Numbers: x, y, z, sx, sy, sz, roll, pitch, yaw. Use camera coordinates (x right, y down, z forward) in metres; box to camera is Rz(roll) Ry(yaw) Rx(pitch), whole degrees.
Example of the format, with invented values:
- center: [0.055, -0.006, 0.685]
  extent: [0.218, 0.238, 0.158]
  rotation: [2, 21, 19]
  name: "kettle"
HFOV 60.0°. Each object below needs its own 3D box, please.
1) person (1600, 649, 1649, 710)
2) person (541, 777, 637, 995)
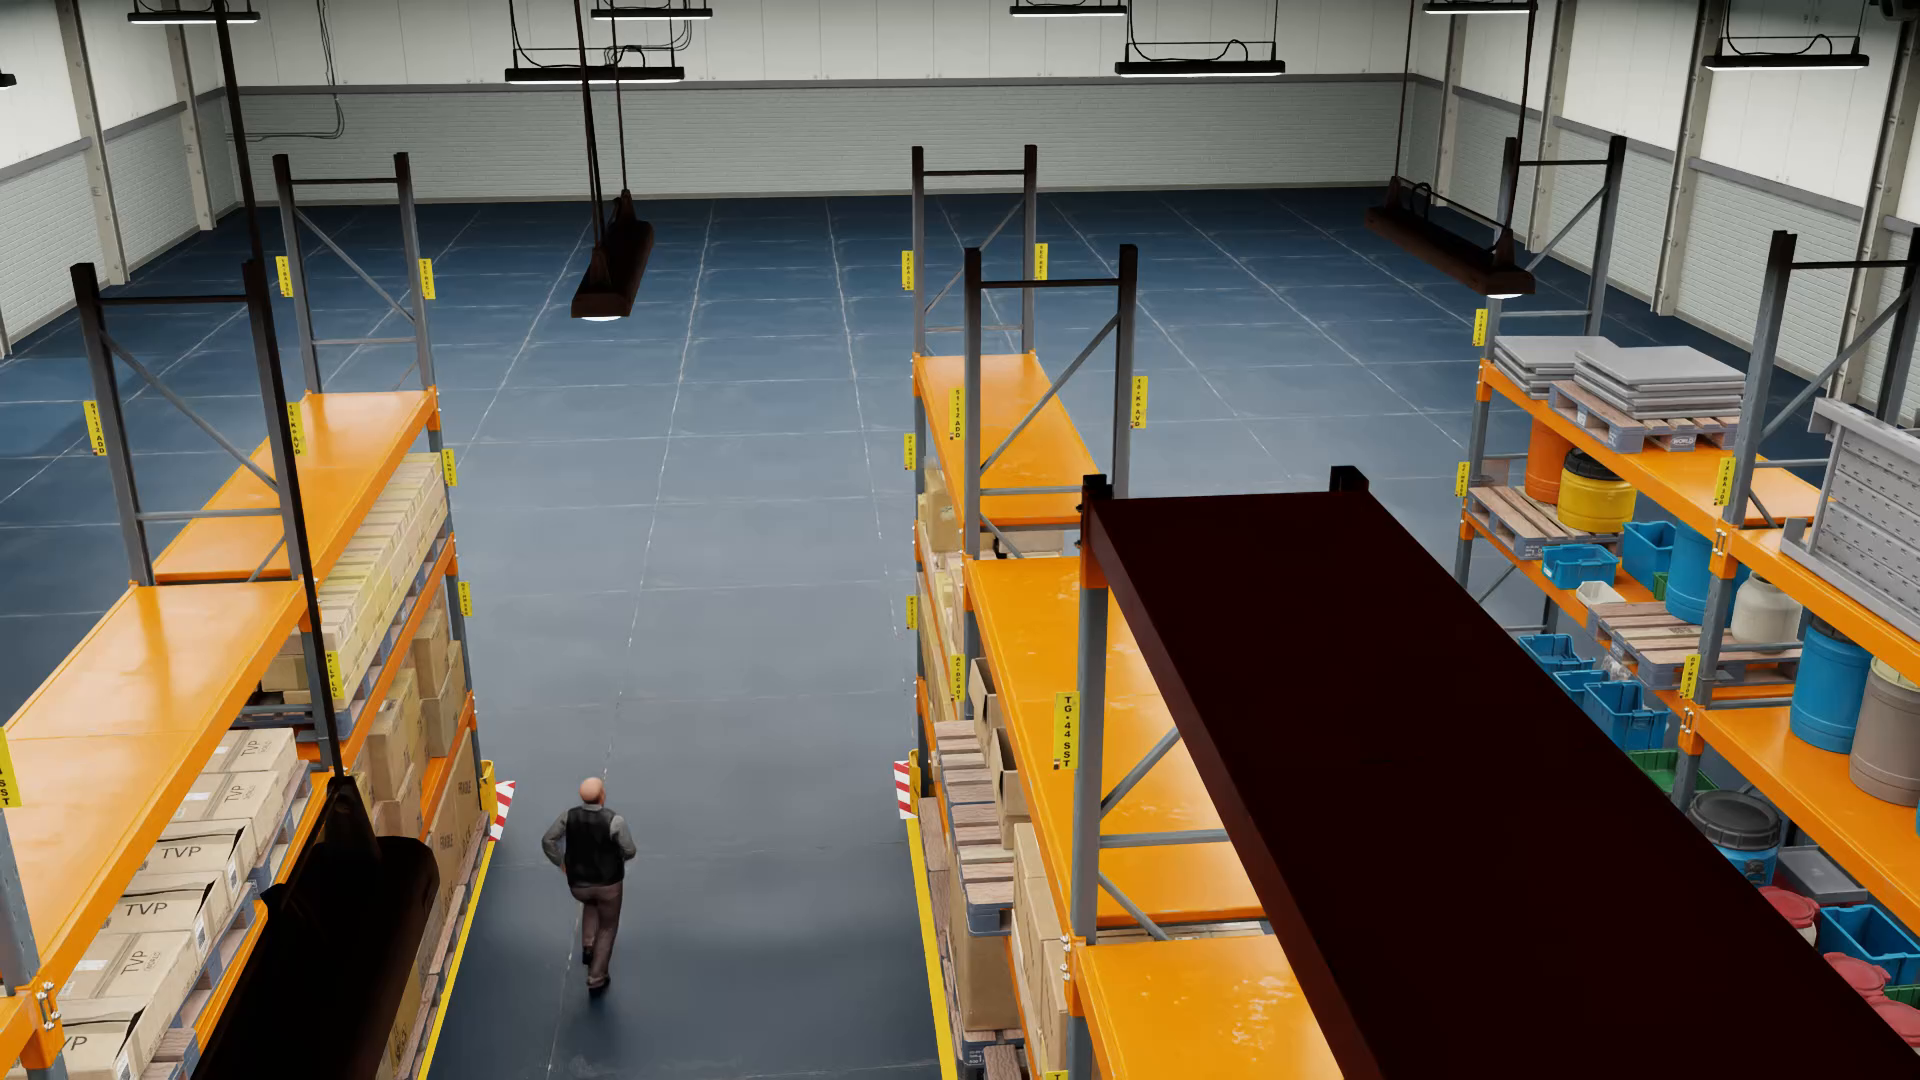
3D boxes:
- center: [6.585, 1.134, 16.359]
  extent: [0.852, 1.763, 0.574]
  rotation: [13, 25, 30]
  name: "person"
- center: [-2.833, 2.624, 12.791]
  extent: [0.709, 1.638, 0.718]
  rotation: [1, 22, 2]
  name: "person"
